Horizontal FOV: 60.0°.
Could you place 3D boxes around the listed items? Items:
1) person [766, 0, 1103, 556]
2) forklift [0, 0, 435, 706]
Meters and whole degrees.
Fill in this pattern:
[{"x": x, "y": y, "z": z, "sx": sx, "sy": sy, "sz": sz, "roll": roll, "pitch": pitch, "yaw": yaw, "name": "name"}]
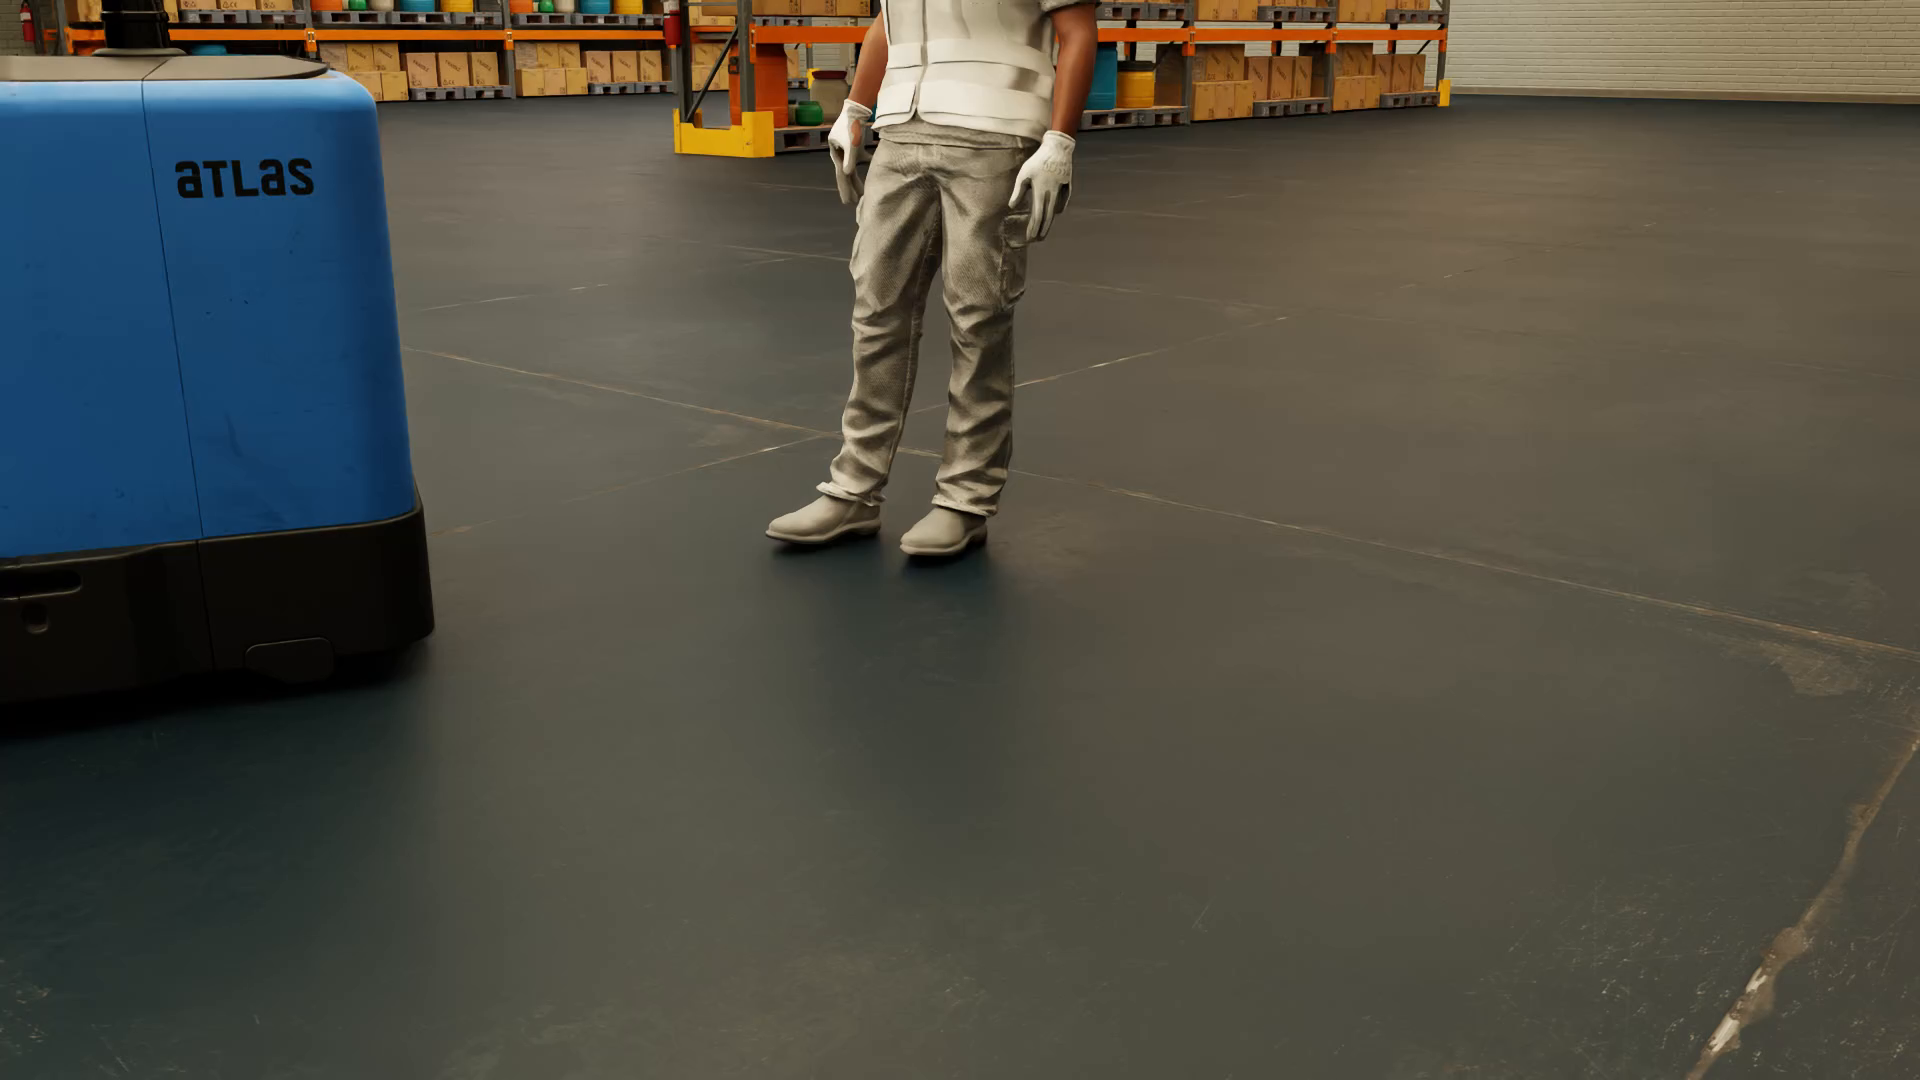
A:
[{"x": -0.052, "y": -0.845, "z": 3.632, "sx": 0.656, "sy": 1.784, "sz": 0.575, "roll": 13, "pitch": 21, "yaw": 37, "name": "person"}, {"x": -2.561, "y": -1.122, "z": 2.591, "sx": 3.031, "sy": 2.935, "sz": 1.130, "roll": -7, "pitch": 18, "yaw": -21, "name": "forklift"}]
